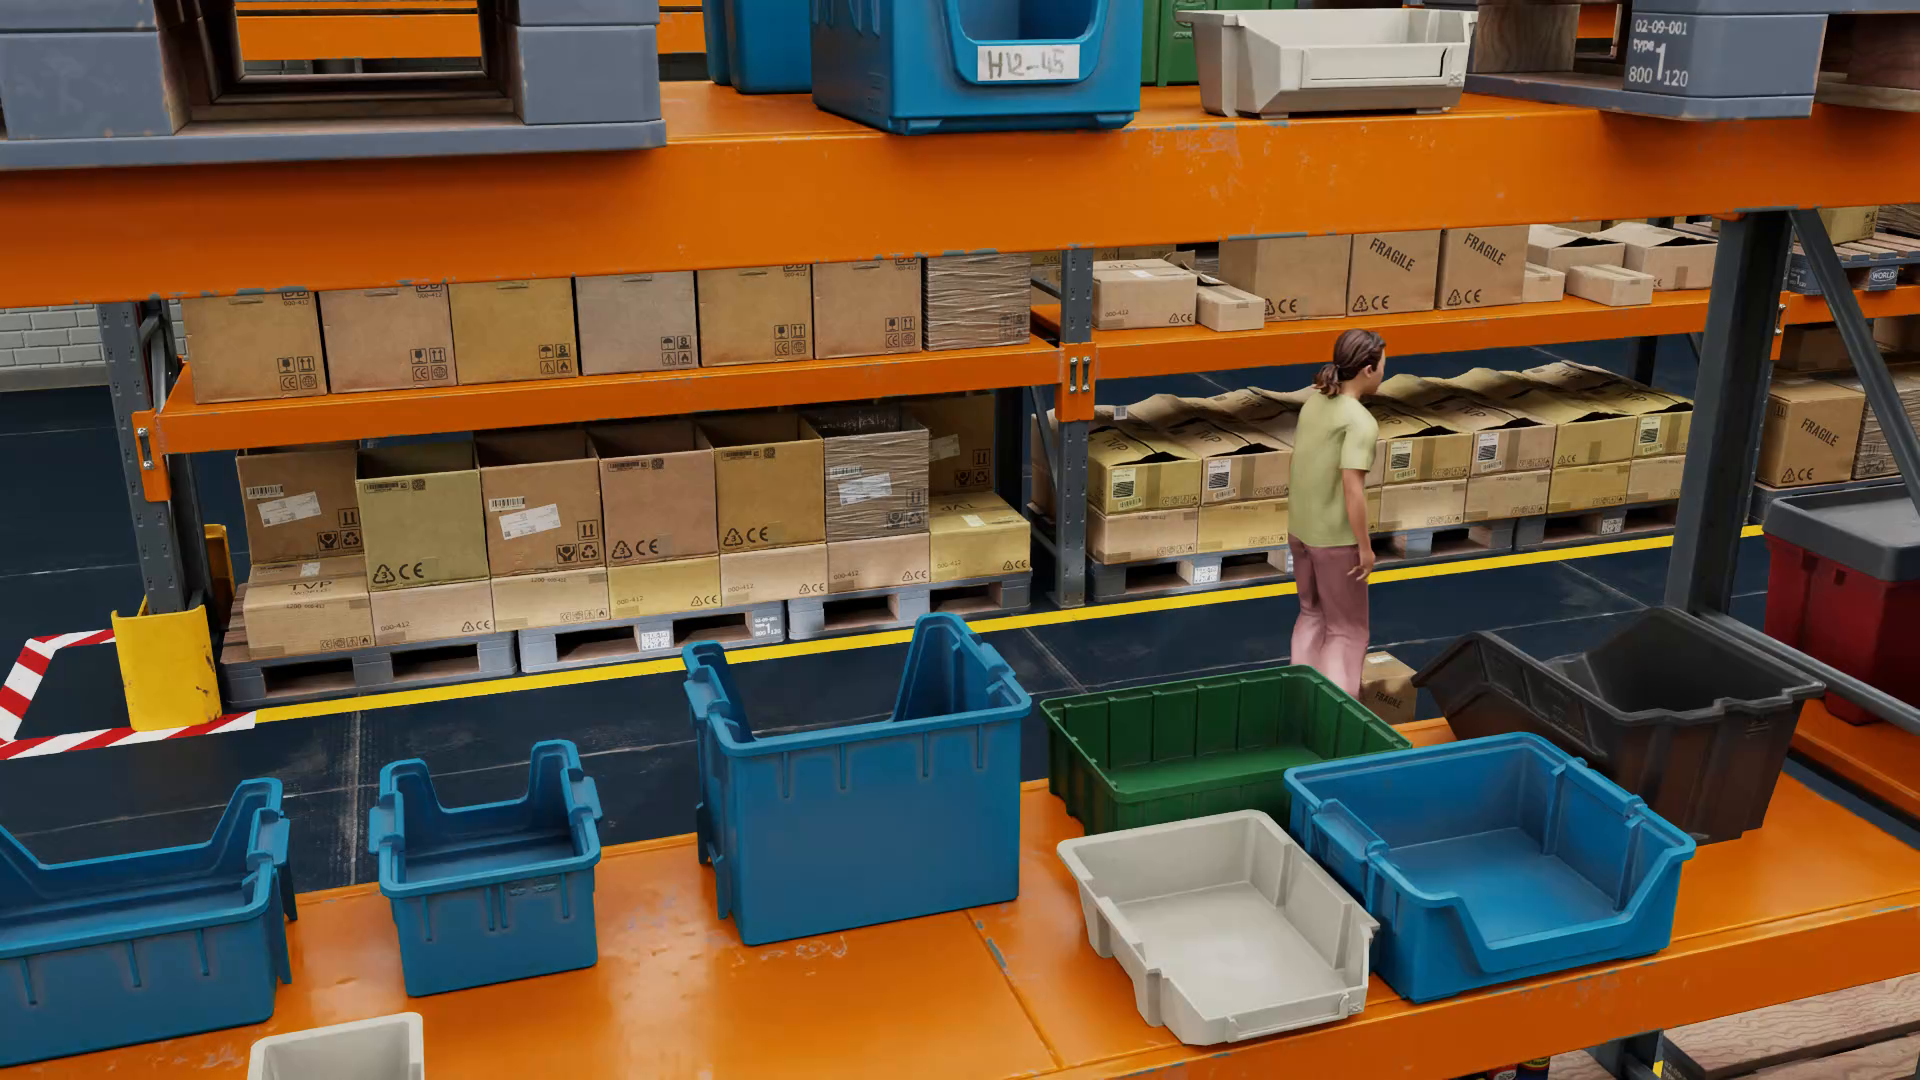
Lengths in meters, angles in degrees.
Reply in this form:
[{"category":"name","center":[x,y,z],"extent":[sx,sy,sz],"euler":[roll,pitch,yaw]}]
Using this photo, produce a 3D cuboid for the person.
[{"category":"person","center":[1.485,-0.006,6.587],"extent":[0.353,1.673,0.500],"euler":[-6,20,-17]}]
